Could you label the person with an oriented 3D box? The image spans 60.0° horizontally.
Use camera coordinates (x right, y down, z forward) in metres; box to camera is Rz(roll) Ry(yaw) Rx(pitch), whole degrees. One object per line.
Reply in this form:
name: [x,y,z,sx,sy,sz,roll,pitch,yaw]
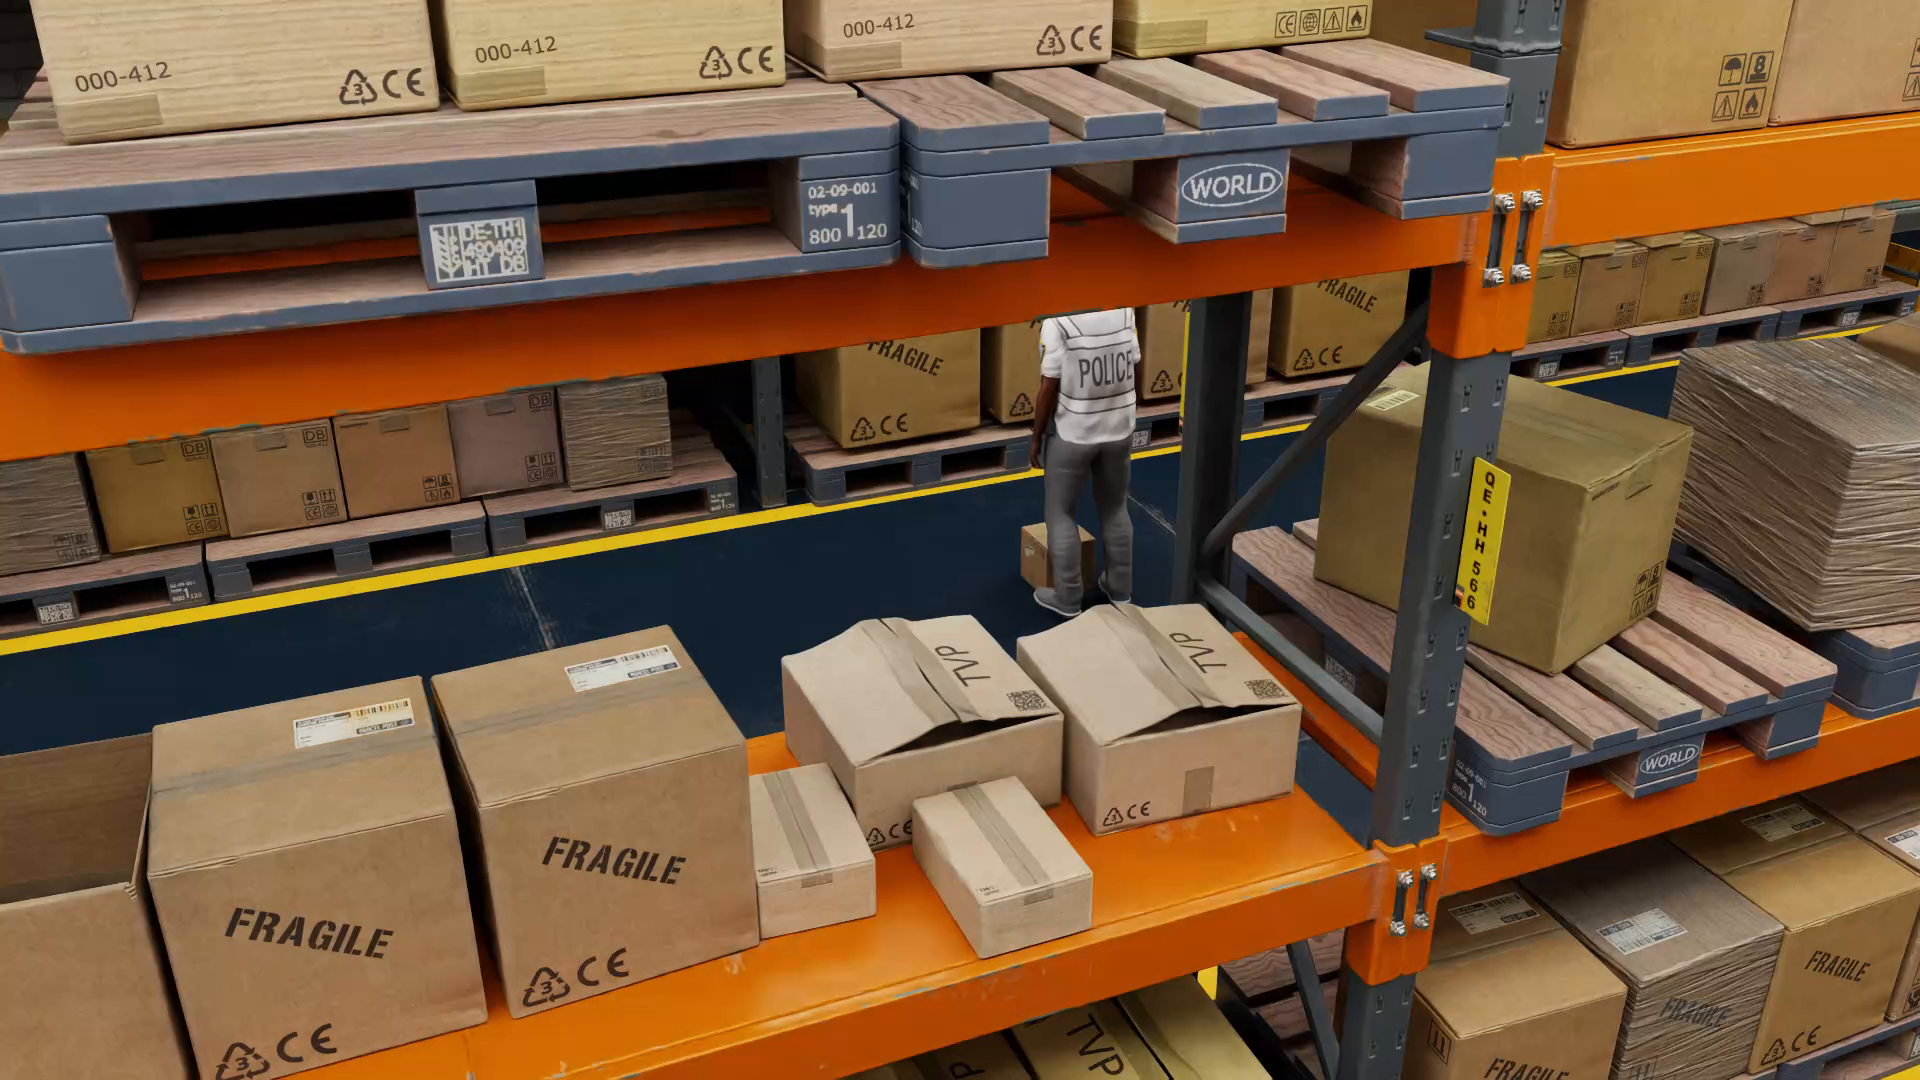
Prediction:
person: [0.540,-0.461,7.054,0.522,1.659,0.397,-11,28,-22]
